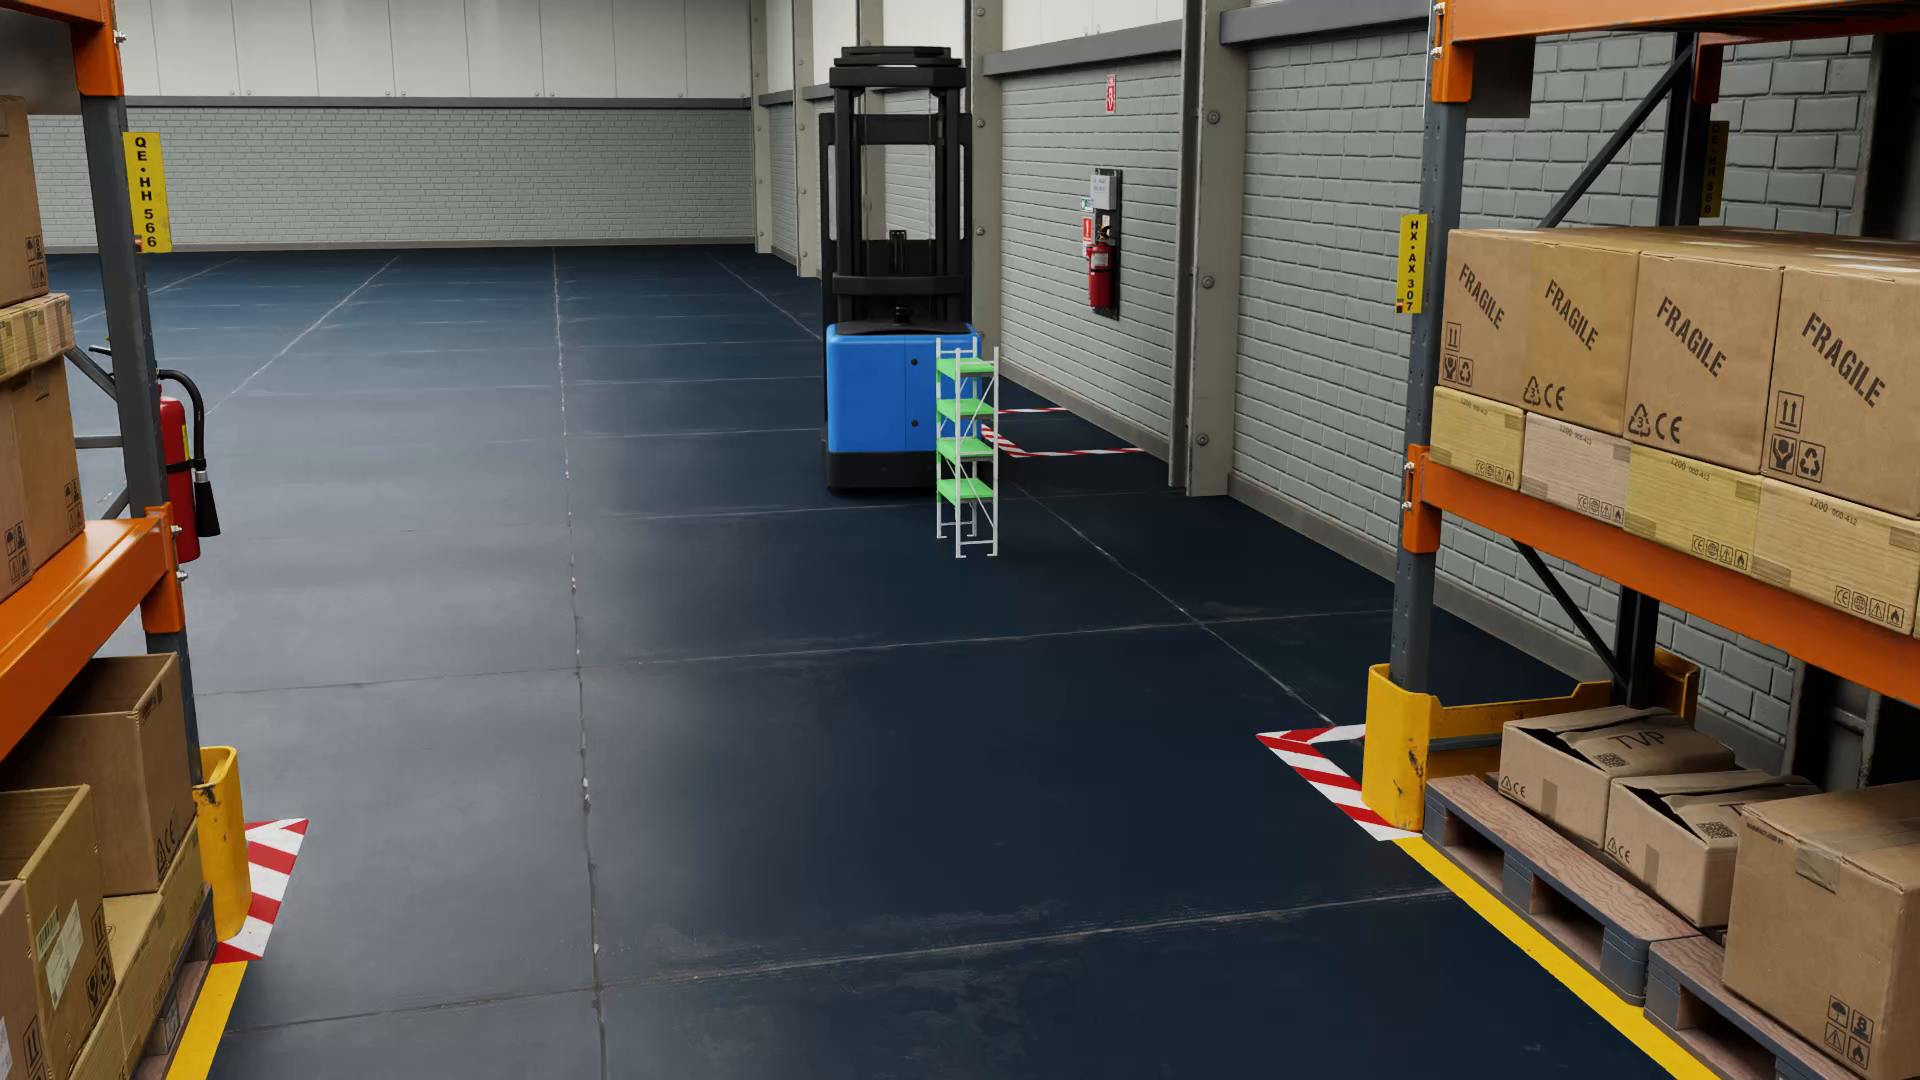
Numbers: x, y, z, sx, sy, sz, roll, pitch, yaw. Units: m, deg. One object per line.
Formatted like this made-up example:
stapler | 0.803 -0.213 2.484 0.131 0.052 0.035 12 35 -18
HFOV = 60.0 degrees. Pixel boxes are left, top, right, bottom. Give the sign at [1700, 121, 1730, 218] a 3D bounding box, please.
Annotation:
sign | 2.582 -1.273 5.712 0.100 0.325 0.005 -3 14 -13

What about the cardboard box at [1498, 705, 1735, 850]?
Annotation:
cardboard box | 2.113 0.726 5.373 0.500 0.311 0.500 -5 15 -20

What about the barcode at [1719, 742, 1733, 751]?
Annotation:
barcode | 2.506 0.704 5.446 0.001 0.075 0.075 -3 14 -13

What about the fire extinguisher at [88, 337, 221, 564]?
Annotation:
fire extinguisher | -2.353 -0.269 4.873 0.296 0.674 0.183 -3 14 -13

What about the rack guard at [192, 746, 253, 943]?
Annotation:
rack guard | -2.782 0.955 4.965 1.175 0.500 0.348 -3 14 -13

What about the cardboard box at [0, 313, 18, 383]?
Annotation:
cardboard box | -2.379 -0.421 3.751 0.380 0.149 0.250 -3 14 -14

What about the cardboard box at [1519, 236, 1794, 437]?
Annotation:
cardboard box | 1.964 -0.591 4.718 0.500 0.500 0.500 -3 14 -13

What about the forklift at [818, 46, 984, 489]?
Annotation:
forklift | -0.473 -2.062 12.193 1.130 2.935 3.031 -1 14 -4

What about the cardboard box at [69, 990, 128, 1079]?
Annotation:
cardboard box | -2.115 1.215 3.542 0.500 0.250 0.500 -3 14 -13

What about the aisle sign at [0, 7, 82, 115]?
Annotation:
aisle sign | -2.506 -1.548 4.466 0.394 0.787 0.004 -3 14 -13

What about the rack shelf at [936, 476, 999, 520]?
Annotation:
rack shelf | 0.039 -0.249 9.700 0.258 0.148 0.480 -3 14 -13

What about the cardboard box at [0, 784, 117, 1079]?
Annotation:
cardboard box | -2.112 0.851 3.454 0.500 0.500 0.500 -3 14 -13

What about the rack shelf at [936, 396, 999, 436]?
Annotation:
rack shelf | 0.039 -0.716 9.587 0.258 0.148 0.480 -3 14 -13

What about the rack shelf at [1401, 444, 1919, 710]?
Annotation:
rack shelf | 2.507 0.280 3.976 1.077 0.370 4.000 -3 14 -13

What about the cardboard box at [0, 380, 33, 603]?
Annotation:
cardboard box | -2.551 -0.073 3.696 0.700 0.500 0.500 -3 14 -12

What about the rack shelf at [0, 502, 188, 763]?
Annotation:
rack shelf | -2.307 0.557 2.843 1.077 0.370 4.000 -3 14 -13

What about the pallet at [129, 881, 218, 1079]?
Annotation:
pallet | -2.556 1.275 4.264 1.003 0.211 1.213 -3 14 -13

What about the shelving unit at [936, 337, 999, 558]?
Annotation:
shelving unit | 0.039 -0.545 9.628 0.258 1.200 0.503 -3 14 -13

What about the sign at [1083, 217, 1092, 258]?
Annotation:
sign | 1.061 -2.525 13.865 0.001 0.329 0.234 -3 14 -13

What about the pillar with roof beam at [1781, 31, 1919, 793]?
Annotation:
pillar with roof beam | -1.142 -3.092 3.622 9.100 9.000 0.400 -3 14 -13

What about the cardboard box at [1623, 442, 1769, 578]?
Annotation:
cardboard box | 2.093 -0.101 4.292 0.500 0.250 0.500 -4 14 -14

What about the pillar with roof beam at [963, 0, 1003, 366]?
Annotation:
pillar with roof beam | -3.960 -5.860 14.953 9.100 9.000 0.400 -3 14 -13

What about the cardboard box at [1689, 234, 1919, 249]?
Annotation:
cardboard box | 2.464 -0.618 4.832 0.500 0.500 0.500 -3 14 -12

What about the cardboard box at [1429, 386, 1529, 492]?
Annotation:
cardboard box | 1.844 -0.337 5.262 0.500 0.250 0.500 -4 14 -15

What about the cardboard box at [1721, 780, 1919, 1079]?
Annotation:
cardboard box | 2.370 0.938 4.108 0.700 0.500 0.500 -4 14 -17

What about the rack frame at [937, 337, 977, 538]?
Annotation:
rack frame | -0.018 -0.601 9.859 0.240 1.200 0.015 -3 14 -13

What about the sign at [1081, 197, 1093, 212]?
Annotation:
sign | 1.053 -2.780 13.796 0.001 0.109 0.331 -3 14 -13

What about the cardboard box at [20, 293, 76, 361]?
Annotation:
cardboard box | -2.502 -0.540 4.240 0.380 0.149 0.250 -4 14 -14

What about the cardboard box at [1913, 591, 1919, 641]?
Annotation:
cardboard box | 2.329 0.132 3.340 0.500 0.250 0.500 -3 14 -13

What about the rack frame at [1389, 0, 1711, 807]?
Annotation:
rack frame | 2.038 -0.531 5.780 1.000 3.000 0.127 -3 14 -13

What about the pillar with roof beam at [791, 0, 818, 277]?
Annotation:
pillar with roof beam | -6.778 -8.629 26.284 9.100 9.000 0.400 -3 14 -13

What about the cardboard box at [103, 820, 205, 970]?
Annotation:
cardboard box | -2.363 0.985 4.483 0.500 0.250 0.500 -3 14 -13

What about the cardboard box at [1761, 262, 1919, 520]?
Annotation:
cardboard box | 2.212 -0.353 3.744 0.500 0.500 0.500 -3 14 -11
